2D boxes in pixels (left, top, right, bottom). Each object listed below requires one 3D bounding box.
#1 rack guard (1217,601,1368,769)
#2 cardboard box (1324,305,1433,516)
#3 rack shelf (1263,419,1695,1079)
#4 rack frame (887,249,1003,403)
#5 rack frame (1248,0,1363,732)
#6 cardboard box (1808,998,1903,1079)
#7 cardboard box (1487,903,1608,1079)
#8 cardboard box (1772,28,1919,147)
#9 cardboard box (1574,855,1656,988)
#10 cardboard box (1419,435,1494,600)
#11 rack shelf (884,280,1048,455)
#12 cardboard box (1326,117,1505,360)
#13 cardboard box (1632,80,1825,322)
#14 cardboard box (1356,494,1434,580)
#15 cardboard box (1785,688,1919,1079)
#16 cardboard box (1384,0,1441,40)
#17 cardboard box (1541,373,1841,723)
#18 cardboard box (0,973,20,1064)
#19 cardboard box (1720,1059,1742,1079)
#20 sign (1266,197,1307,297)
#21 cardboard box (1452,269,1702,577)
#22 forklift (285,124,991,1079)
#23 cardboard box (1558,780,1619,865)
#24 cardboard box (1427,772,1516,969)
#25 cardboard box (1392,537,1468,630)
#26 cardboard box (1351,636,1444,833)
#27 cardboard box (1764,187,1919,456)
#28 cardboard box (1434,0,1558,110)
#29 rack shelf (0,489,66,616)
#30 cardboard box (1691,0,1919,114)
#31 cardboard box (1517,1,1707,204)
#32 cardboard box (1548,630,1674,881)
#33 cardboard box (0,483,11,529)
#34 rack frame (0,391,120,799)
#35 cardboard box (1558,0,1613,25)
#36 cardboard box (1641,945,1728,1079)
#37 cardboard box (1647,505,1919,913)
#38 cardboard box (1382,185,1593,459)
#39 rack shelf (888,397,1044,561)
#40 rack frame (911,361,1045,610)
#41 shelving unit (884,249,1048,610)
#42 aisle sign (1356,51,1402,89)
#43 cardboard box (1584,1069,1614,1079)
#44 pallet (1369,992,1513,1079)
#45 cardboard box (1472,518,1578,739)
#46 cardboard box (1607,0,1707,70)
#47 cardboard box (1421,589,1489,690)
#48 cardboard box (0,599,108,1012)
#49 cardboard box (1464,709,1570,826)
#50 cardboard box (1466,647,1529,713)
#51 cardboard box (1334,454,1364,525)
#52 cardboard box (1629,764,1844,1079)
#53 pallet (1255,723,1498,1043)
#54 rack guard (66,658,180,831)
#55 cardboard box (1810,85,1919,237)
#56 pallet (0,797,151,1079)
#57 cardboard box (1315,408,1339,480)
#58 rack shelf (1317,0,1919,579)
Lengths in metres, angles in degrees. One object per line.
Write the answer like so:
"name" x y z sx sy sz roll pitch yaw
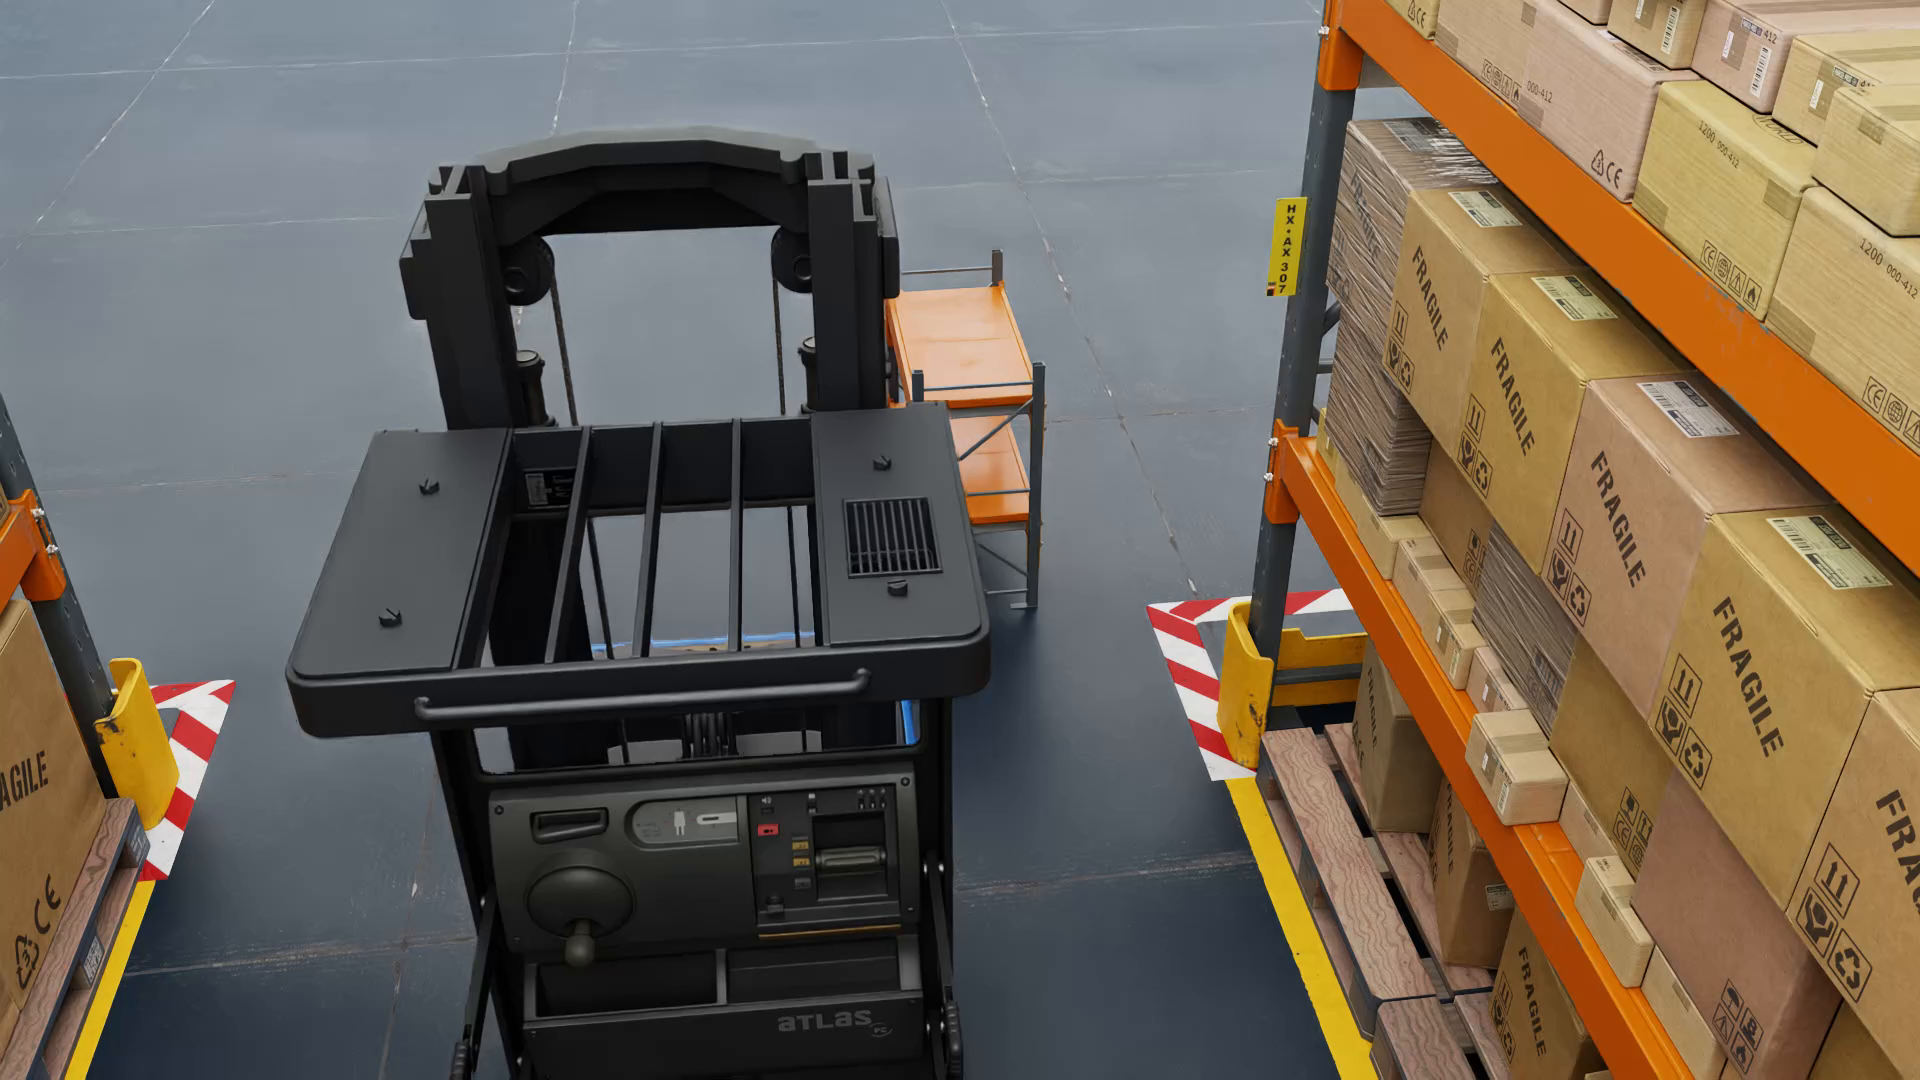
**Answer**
"rack guard" 1.561 0.487 6.091 1.175 0.500 0.348 -4 35 -6
"cardboard box" 1.597 -0.443 4.884 0.875 0.500 0.500 -4 35 -6
"rack shelf" 1.820 0.825 4.014 1.077 0.370 4.000 -4 35 -6
"rack frame" -0.067 -0.745 7.344 0.500 1.125 0.032 -4 35 -6
"rack frame" 1.551 -0.588 5.449 1.000 3.000 0.127 -4 35 -6
"cardboard box" 2.057 0.942 2.851 0.875 0.500 0.500 -4 35 -6
"cardboard box" 1.798 1.303 4.521 0.500 0.500 0.500 -1 34 -2
"cardboard box" 1.627 -0.750 2.802 0.380 0.149 0.250 -6 35 -8
"cardboard box" 1.581 0.812 3.618 0.380 0.149 0.250 -4 35 -6
"cardboard box" 1.783 -0.173 4.488 0.875 0.500 0.500 -4 35 -6
"rack shelf" 0.001 -0.703 6.763 0.538 0.278 1.000 -4 35 -6
"cardboard box" 1.354 -0.838 4.575 0.500 0.500 0.500 -4 35 -6
"cardboard box" 1.572 -0.623 2.970 0.500 0.250 0.500 -3 34 -5
"cardboard box" 1.386 -0.026 4.847 0.380 0.149 0.250 -4 35 -6
"cardboard box" 1.687 0.557 2.528 0.500 0.500 0.500 -4 35 -6
"cardboard box" 1.359 -1.477 4.224 0.500 0.250 0.500 -3 34 -5
"cardboard box" 1.557 -0.001 3.347 0.500 0.500 0.500 -4 35 -6
"cardboard box" -3.101 1.300 4.193 0.875 0.875 0.875 -5 35 -7
"cardboard box" 1.723 1.085 3.217 0.380 0.149 0.250 -4 35 -6
"sign" 1.013 -0.905 5.145 0.100 0.325 0.005 -4 35 -6
"cardboard box" 1.483 -0.280 3.756 0.500 0.500 0.500 -4 35 -6
"forklift" -0.533 0.779 3.504 1.130 2.935 3.031 -3 34 -5
"cardboard box" 1.623 0.667 3.831 0.380 0.149 0.250 -4 35 -6
"cardboard box" 1.732 0.952 5.036 0.500 0.500 0.500 4 35 6
"cardboard box" 1.440 0.112 4.645 0.380 0.149 0.250 -4 35 -6
"cardboard box" 1.618 0.621 5.522 0.500 0.500 0.500 2 34 2
"cardboard box" 1.635 -0.344 2.561 0.500 0.250 0.500 -5 35 -7
"cardboard box" 1.435 -1.190 3.802 0.500 0.250 0.500 -5 35 -7
"rack shelf" -3.109 1.144 3.546 1.077 0.370 4.000 -4 35 -6
"cardboard box" 1.579 -0.895 3.016 0.380 0.149 0.250 -5 35 -7
"cardboard box" 1.497 -0.913 3.396 0.500 0.250 0.500 -4 35 -7
"cardboard box" 1.864 0.389 3.663 0.875 0.500 0.500 -4 35 -6
"cardboard box" -3.283 -0.127 4.640 0.875 0.550 0.550 -4 35 -6
"rack frame" -3.378 -0.269 4.981 1.000 3.000 0.127 -4 35 -6
"cardboard box" 1.448 -1.182 3.437 0.380 0.149 0.250 -4 35 -7
"cardboard box" 1.649 0.949 3.417 0.380 0.149 0.250 -4 35 -6
"cardboard box" 1.620 0.278 2.937 0.500 0.500 0.500 -4 35 -6
"cardboard box" 1.415 -0.558 4.165 0.500 0.500 0.500 -4 35 -6
"rack shelf" 0.001 -0.259 7.065 0.538 0.278 1.000 -4 35 -6
"rack frame" 0.069 -0.177 6.511 0.500 1.125 0.032 -4 35 -6
"shelving unit" 0.001 -0.461 6.928 0.538 1.125 1.048 -4 35 -6
"aisle sign" 1.245 -1.674 4.735 0.394 0.787 0.004 -4 35 -6
"cardboard box" 1.828 1.618 4.059 0.500 0.500 0.500 -7 35 -11
"pallet" 1.796 1.742 4.507 1.003 0.211 1.213 -4 35 -6
"cardboard box" 1.808 0.109 4.074 0.875 0.500 0.500 -4 35 -6
"cardboard box" 1.500 -1.031 3.215 0.380 0.149 0.250 -6 35 -9
"cardboard box" 1.467 0.252 4.439 0.380 0.149 0.250 -4 35 -6
"cardboard box" -3.221 0.809 4.913 0.875 0.875 0.875 -4 34 -6
"cardboard box" 1.458 0.537 4.021 0.380 0.149 0.250 -4 35 -6
"cardboard box" 1.527 0.390 4.237 0.380 0.149 0.250 -4 35 -6
"cardboard box" 1.367 -0.166 5.053 0.380 0.149 0.250 -4 35 -6
"cardboard box" 1.890 0.671 3.249 0.875 0.500 0.500 -4 35 -6
"pallet" 1.635 1.063 5.503 1.003 0.211 1.213 -4 35 -6
"rack guard" -3.381 0.751 5.705 1.175 0.500 0.348 -4 35 -6
"cardboard box" 1.576 -0.593 2.572 0.380 0.149 0.250 -3 34 -4
"pallet" -3.193 1.324 5.120 1.003 0.211 1.213 -4 35 -6
"cardboard box" 1.353 -0.307 5.260 0.380 0.149 0.250 -4 35 -6
"rack shelf" 1.820 -0.414 3.170 1.077 0.370 4.000 -4 35 -6
